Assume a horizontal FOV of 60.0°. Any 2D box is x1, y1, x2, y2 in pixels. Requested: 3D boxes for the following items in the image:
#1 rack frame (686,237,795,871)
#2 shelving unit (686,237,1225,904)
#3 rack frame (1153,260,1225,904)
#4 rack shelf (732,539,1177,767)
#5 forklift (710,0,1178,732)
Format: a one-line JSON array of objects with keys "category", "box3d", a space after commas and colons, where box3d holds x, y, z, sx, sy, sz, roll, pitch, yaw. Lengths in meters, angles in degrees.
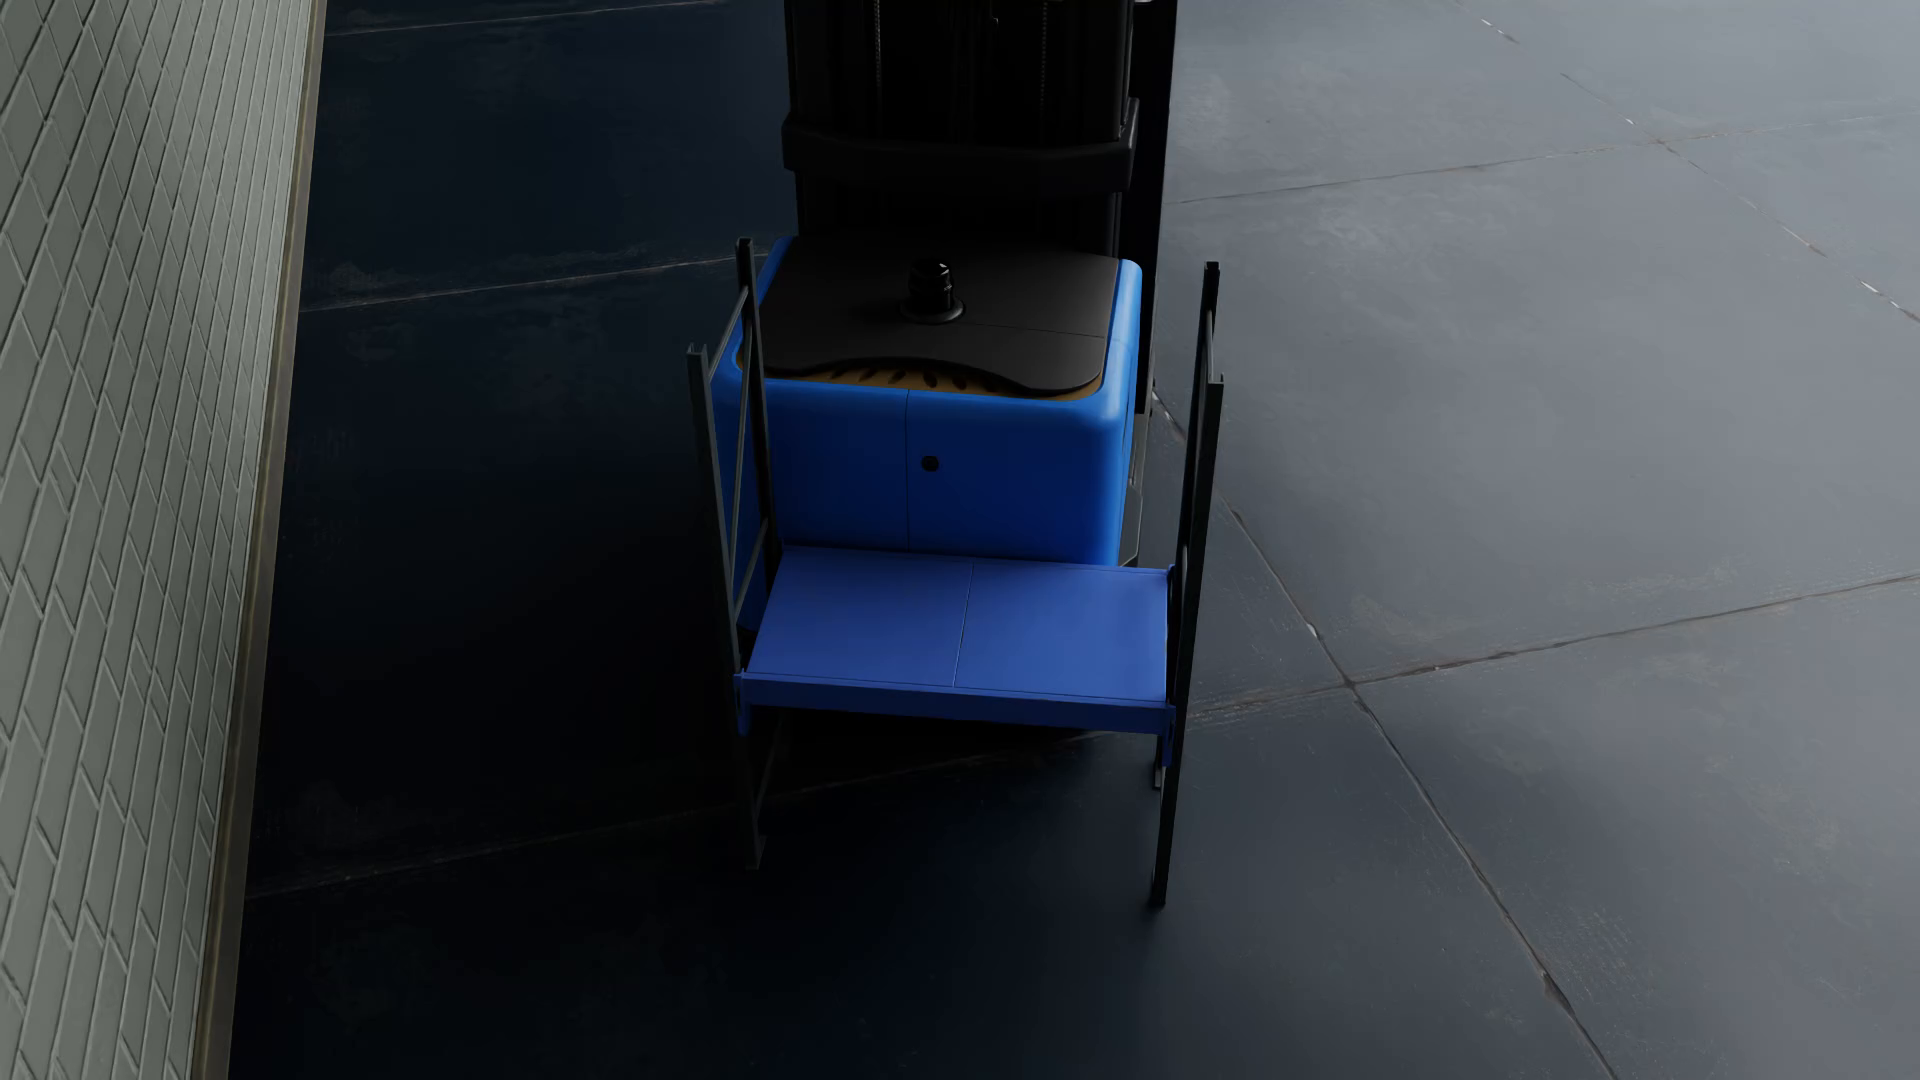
[{"category": "rack frame", "box3d": [-0.496, 0.081, 3.909, 0.032, 1.500, 0.500, 4, 38, 5]}, {"category": "shelving unit", "box3d": [0.009, 0.114, 3.866, 1.048, 1.500, 0.538, 4, 38, 5]}, {"category": "rack frame", "box3d": [0.515, 0.147, 3.824, 0.032, 1.500, 0.500, 4, 38, 5]}, {"category": "rack shelf", "box3d": [0.010, 0.257, 3.976, 1.000, 0.185, 0.538, 4, 38, 5]}, {"category": "forklift", "box3d": [0.091, -1.539, 4.849, 1.130, 2.935, 3.031, 5, 38, 7]}]
